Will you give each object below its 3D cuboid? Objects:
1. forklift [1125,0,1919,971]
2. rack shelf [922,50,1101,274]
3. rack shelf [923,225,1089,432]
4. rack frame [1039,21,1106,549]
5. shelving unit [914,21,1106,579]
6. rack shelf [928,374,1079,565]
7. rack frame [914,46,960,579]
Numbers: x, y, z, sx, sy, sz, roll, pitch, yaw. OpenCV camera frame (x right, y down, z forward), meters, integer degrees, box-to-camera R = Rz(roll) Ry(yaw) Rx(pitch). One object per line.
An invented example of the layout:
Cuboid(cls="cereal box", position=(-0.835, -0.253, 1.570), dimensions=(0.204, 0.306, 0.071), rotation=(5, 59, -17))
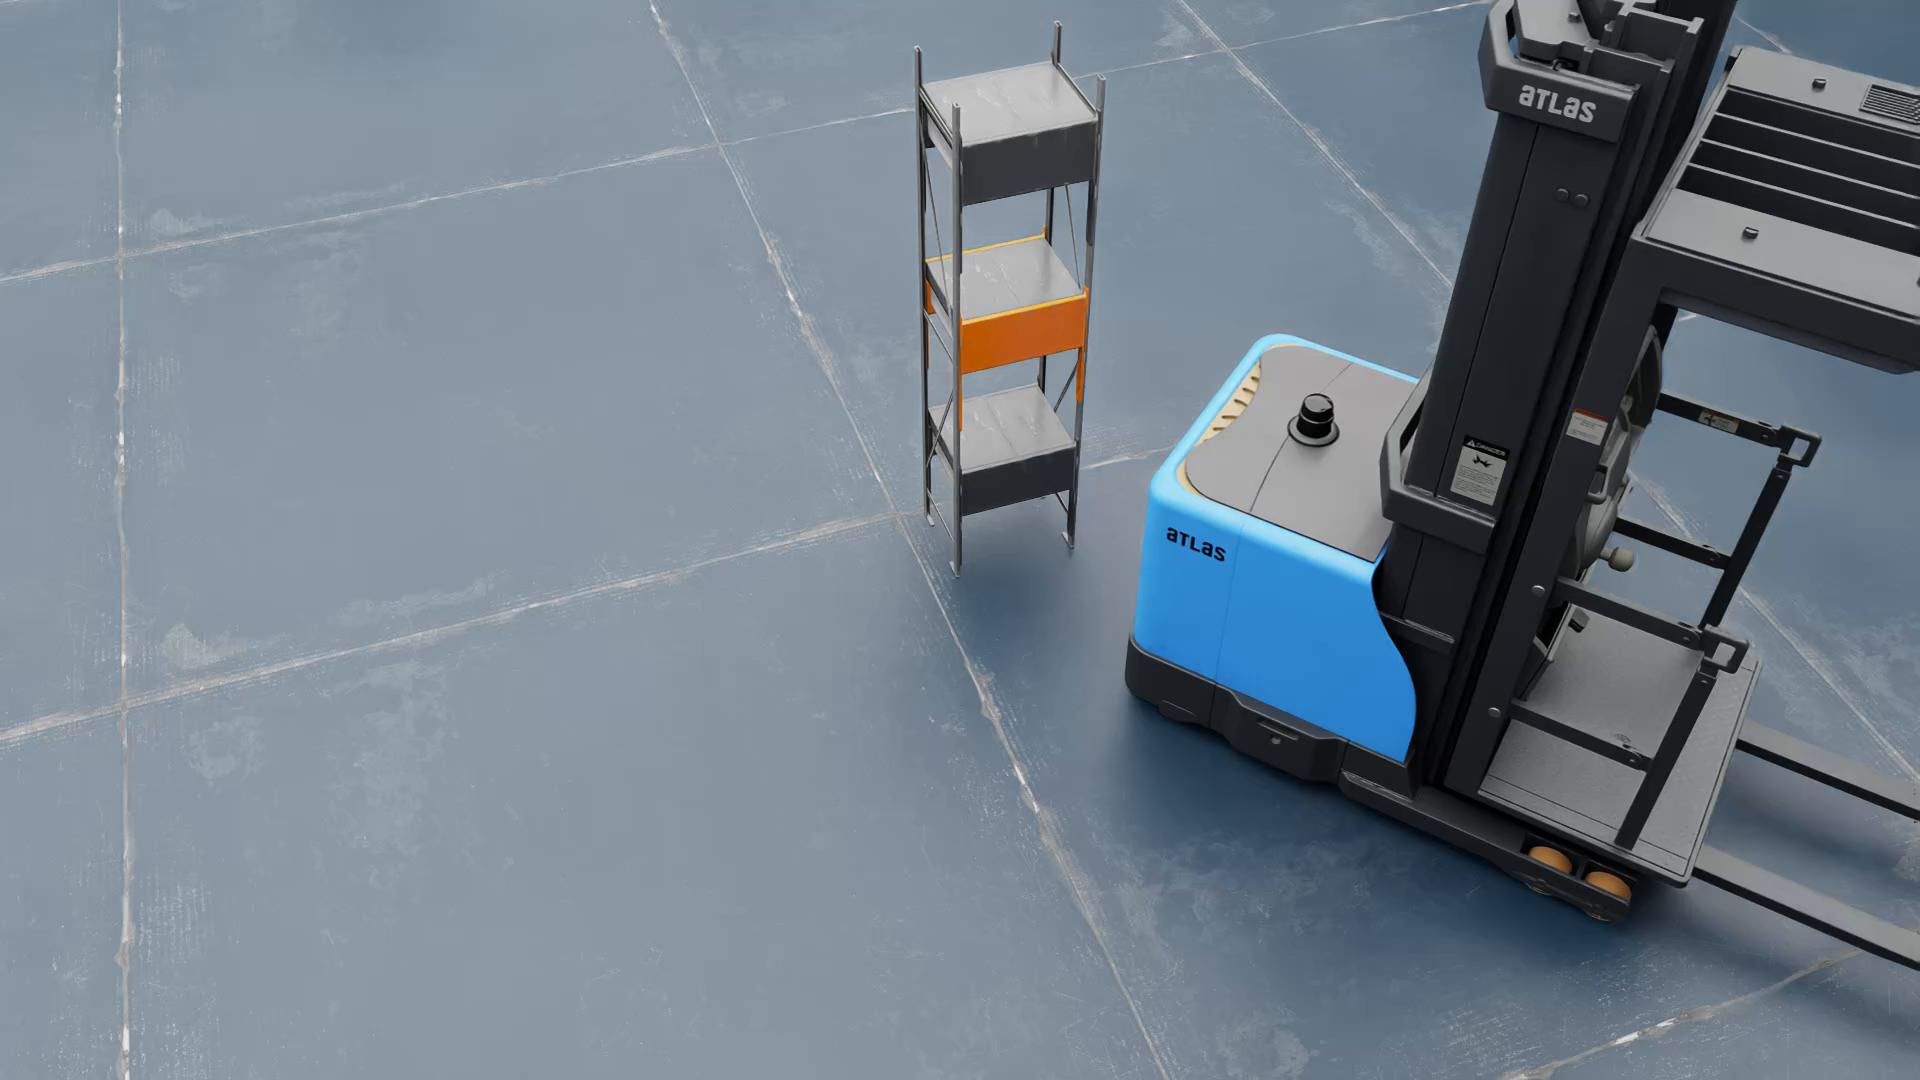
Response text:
Cuboid(cls="forklift", position=(2.136, -0.213, 4.893), dimensions=(3.031, 2.935, 1.130), rotation=(23, 49, 21))
Cuboid(cls="rack shelf", position=(0.156, -1.266, 5.560), dimensions=(0.480, 0.518, 0.431), rotation=(-14, 47, -14))
Cuboid(cls="rack shelf", position=(0.156, -0.771, 6.056), dimensions=(0.480, 0.518, 0.431), rotation=(-14, 47, -14))
Cuboid(cls="rack frame", position=(0.385, -0.840, 6.104), dimensions=(0.015, 2.100, 0.400), rotation=(-14, 47, -14))
Cuboid(cls="shelving unit", position=(0.156, -0.781, 6.046), dimensions=(0.503, 2.100, 0.431), rotation=(-14, 47, -14))
Cuboid(cls="rack shelf", position=(0.156, -0.277, 6.551), dimensions=(0.480, 0.518, 0.431), rotation=(-14, 47, -14))
Cuboid(cls="rack frame", position=(-0.074, -0.722, 5.987), dimensions=(0.015, 2.100, 0.400), rotation=(-14, 47, -14))
